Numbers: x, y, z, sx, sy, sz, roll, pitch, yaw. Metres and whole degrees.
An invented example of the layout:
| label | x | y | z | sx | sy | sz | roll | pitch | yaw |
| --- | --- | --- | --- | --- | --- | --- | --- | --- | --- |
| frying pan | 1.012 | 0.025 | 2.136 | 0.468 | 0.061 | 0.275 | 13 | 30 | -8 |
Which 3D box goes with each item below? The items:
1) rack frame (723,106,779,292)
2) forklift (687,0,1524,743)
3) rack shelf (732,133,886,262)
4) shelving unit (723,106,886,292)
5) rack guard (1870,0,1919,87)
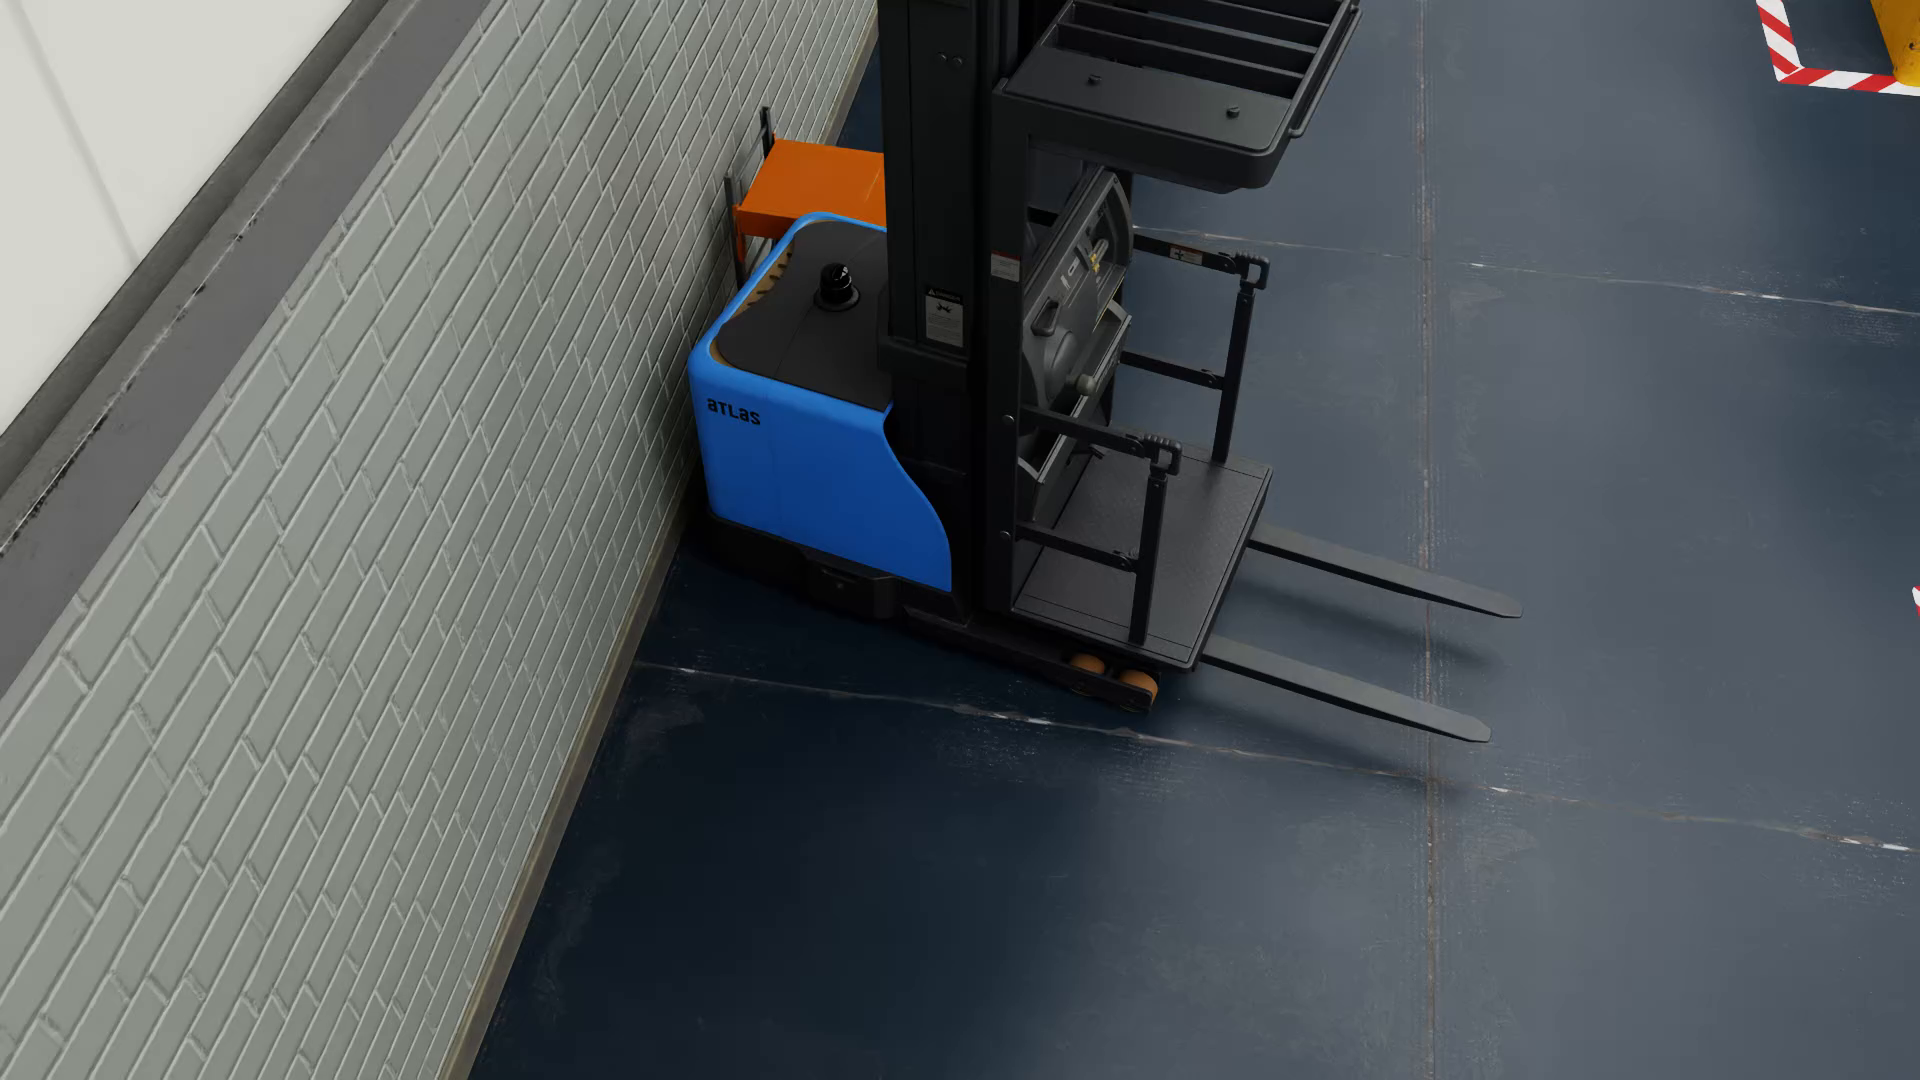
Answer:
| label | x | y | z | sx | sy | sz | roll | pitch | yaw |
| --- | --- | --- | --- | --- | --- | --- | --- | --- | --- |
| rack frame | -0.851 | -1.219 | 7.061 | 0.032 | 1.125 | 0.500 | 10 | 49 | 9 |
| forklift | 0.580 | -0.796 | 5.467 | 3.031 | 2.935 | 1.130 | 18 | 50 | 15 |
| rack shelf | -0.356 | -1.326 | 6.764 | 1.000 | 0.278 | 0.538 | 10 | 49 | 9 |
| shelving unit | -0.356 | -1.131 | 6.982 | 1.048 | 1.125 | 0.538 | 10 | 49 | 9 |
| rack guard | 5.297 | -3.012 | 9.092 | 0.348 | 0.500 | 1.175 | 8 | 49 | 7 |
